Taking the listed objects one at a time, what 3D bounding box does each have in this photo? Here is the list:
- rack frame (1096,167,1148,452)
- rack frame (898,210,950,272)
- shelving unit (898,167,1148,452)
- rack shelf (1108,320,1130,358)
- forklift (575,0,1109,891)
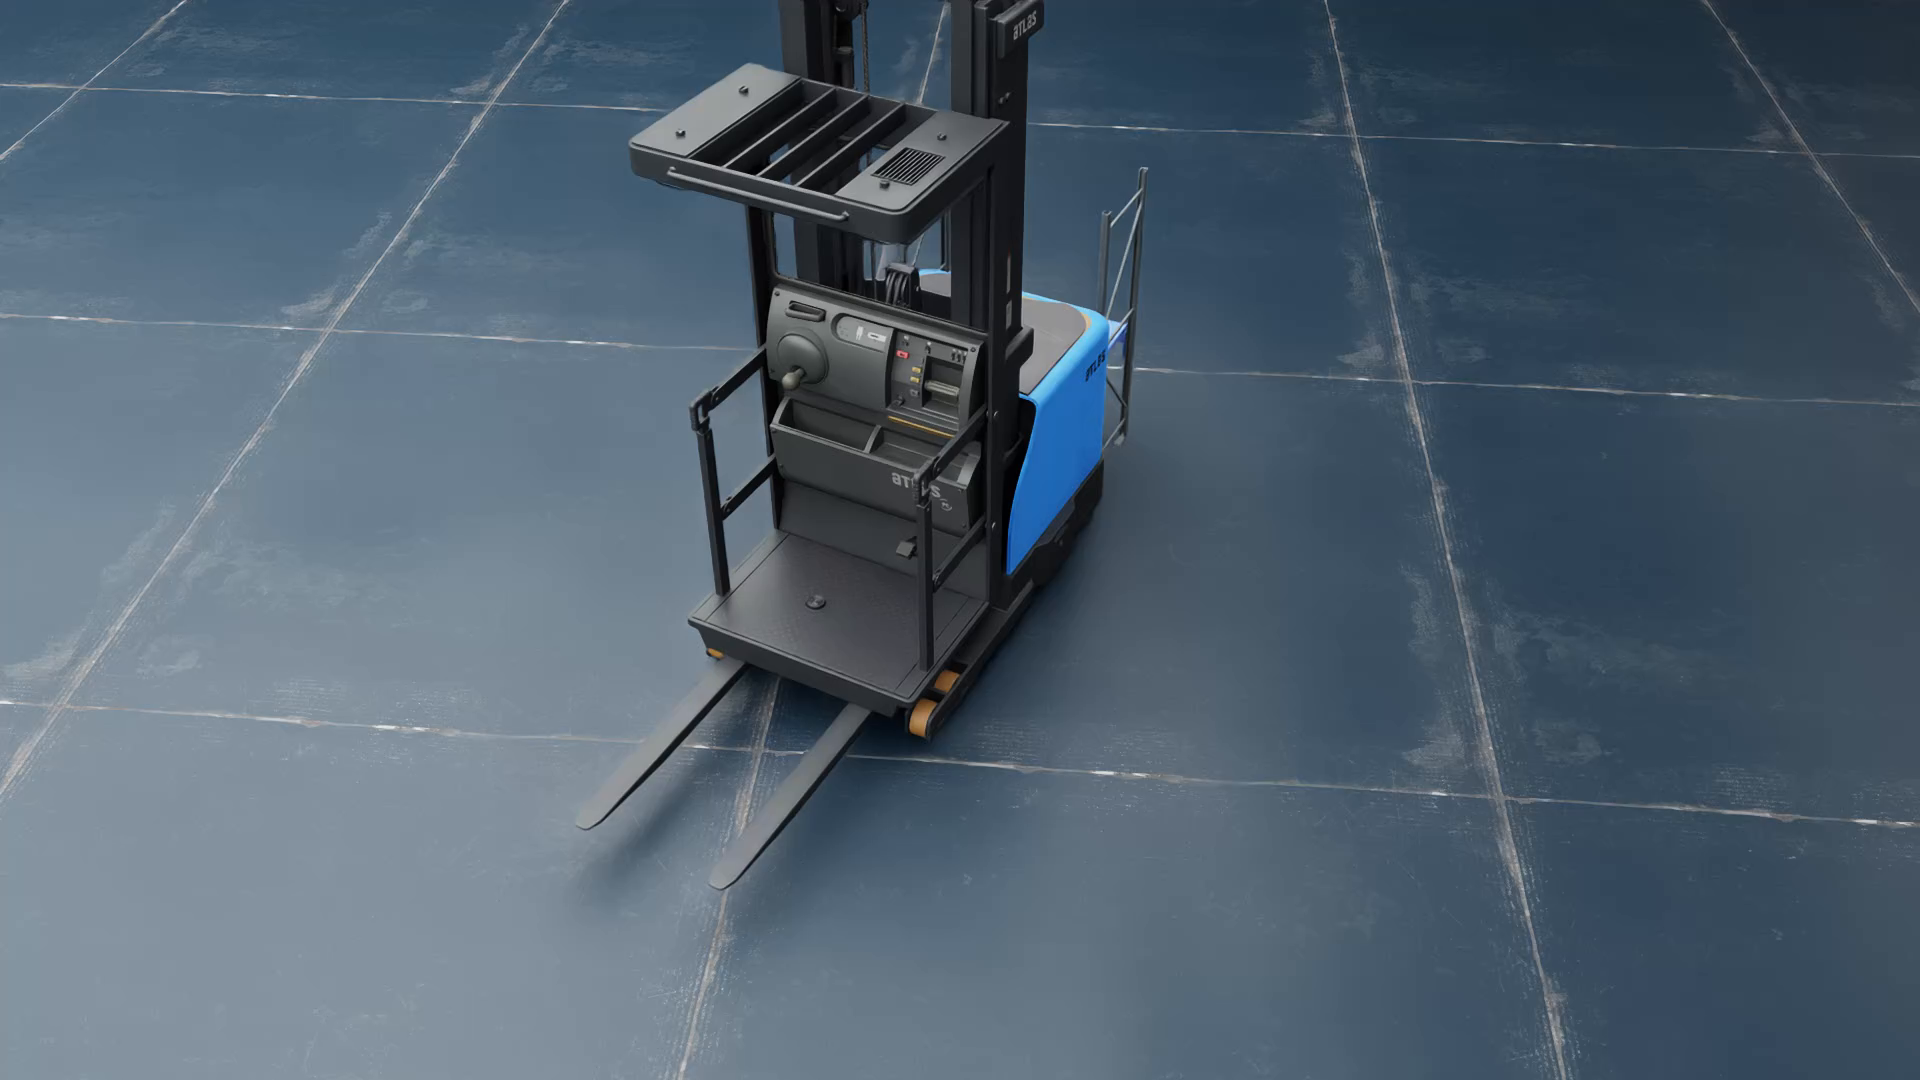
[{"bbox_3d":[0.744,-0.989,7.947,0.032,1.500,0.500,17,42,20],"label":"rack frame"},{"bbox_3d":[-0.173,-1.267,8.289,0.032,1.500,0.500,17,42,20],"label":"rack frame"},{"bbox_3d":[0.286,-1.128,8.118,1.048,1.500,0.538,17,42,20],"label":"shelving unit"},{"bbox_3d":[0.286,-0.989,8.232,1.000,0.185,0.538,17,42,20],"label":"rack shelf"},{"bbox_3d":[-0.448,-0.640,6.385,1.130,2.935,3.031,18,43,21],"label":"forklift"}]
